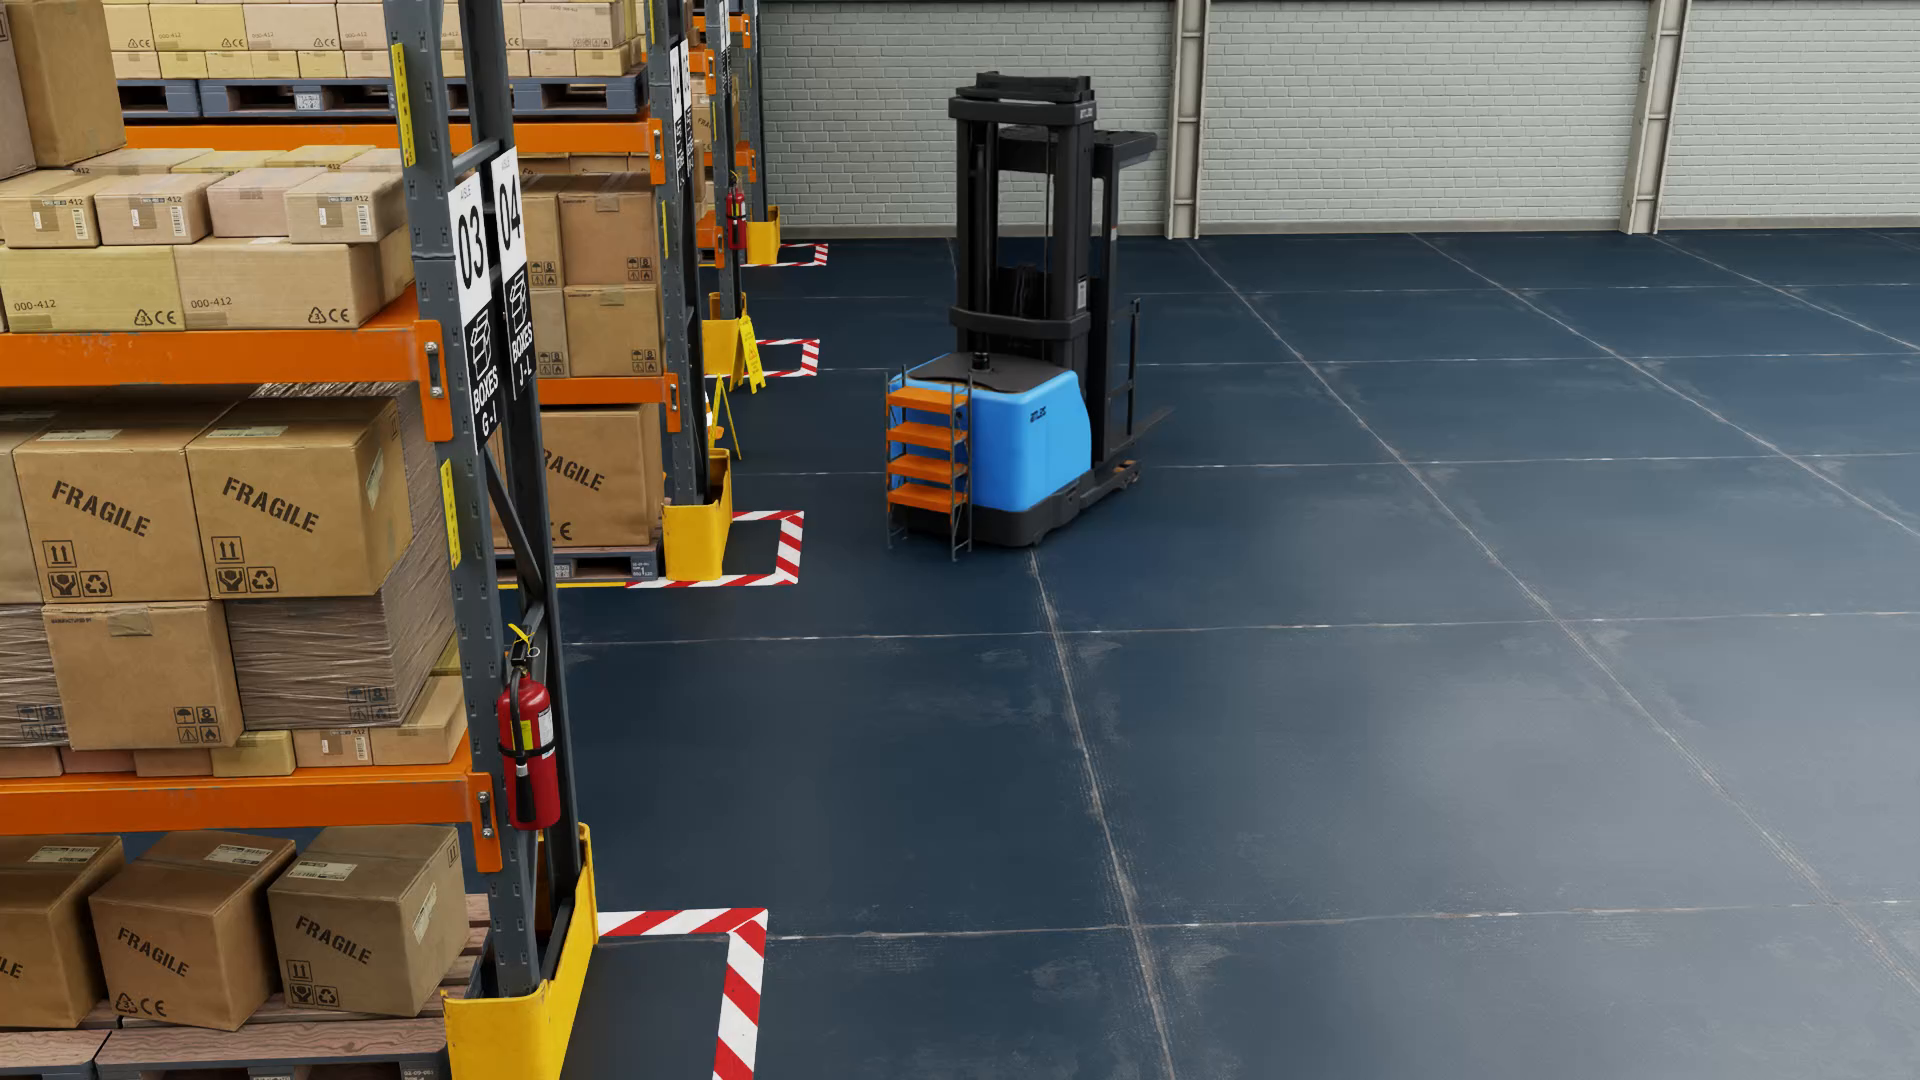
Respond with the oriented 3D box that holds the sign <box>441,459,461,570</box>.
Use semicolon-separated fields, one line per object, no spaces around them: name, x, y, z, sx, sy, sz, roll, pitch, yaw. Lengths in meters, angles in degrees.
sign;-1.541;-0.077;5.036;0.005;0.325;0.100;-1;21;-3

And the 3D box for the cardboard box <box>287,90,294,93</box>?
cardboard box;-5.660;-3.610;14.423;0.500;0.500;0.700;-1;21;-4

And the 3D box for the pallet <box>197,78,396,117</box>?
pallet;-3.696;-2.666;9.815;1.213;0.211;1.003;-1;21;-3

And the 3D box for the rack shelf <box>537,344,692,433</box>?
rack shelf;-3.732;-0.973;10.472;4.000;0.370;1.077;-1;21;-3

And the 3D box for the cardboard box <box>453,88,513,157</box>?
cardboard box;-4.131;-3.656;14.544;0.500;0.500;0.700;-1;21;-3

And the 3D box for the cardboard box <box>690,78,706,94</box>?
cardboard box;-2.996;-5.260;19.251;0.250;0.149;0.380;-1;21;-3

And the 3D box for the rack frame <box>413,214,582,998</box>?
rack frame;-1.553;0.414;5.817;0.127;3.000;1.000;-1;21;-3

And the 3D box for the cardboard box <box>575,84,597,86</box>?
cardboard box;-4.282;-5.243;19.206;0.250;0.149;0.380;-1;21;-2

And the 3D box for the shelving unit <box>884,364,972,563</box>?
shelving unit;-0.203;-0.493;10.728;0.503;1.200;0.258;11;24;27

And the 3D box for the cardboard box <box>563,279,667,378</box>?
cardboard box;-2.103;-1.396;10.362;0.550;0.550;0.875;-1;21;-3

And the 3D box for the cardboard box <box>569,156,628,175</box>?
cardboard box;-3.145;-3.174;14.685;0.500;0.500;0.500;-1;21;-3

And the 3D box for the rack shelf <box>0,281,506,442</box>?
rack shelf;-3.550;-0.611;5.305;4.000;0.370;1.077;-1;21;-3

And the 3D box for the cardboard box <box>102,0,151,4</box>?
cardboard box;-4.585;-3.071;9.258;0.250;0.149;0.380;-1;21;-4

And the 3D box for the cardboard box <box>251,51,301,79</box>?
cardboard box;-3.827;-2.714;9.439;0.250;0.149;0.380;-1;21;-2

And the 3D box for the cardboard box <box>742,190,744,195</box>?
cardboard box;-2.887;-4.078;20.189;0.500;0.250;0.500;-1;21;-2

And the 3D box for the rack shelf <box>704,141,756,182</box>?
rack shelf;-4.402;-4.493;19.716;4.000;0.370;1.077;-1;21;-3

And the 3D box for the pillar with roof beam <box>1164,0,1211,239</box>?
pillar with roof beam;3.084;-6.572;15.735;0.400;9.000;9.100;-1;21;-3

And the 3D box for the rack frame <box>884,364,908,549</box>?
rack frame;-0.416;-0.536;10.839;0.015;1.200;0.240;11;24;27

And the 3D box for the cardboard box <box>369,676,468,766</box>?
cardboard box;-1.826;0.611;5.654;0.250;0.149;0.380;-1;21;-3

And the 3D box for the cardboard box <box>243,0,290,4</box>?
cardboard box;-3.827;-3.086;9.297;0.250;0.149;0.380;-1;21;-3

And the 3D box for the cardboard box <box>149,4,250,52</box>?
cardboard box;-4.217;-2.914;9.405;0.500;0.250;0.500;-1;21;-4

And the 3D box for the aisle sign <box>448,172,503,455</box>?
aisle sign;-1.474;-0.695;5.078;0.004;0.787;0.394;-1;21;-3

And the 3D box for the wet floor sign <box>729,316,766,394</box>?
wet floor sign;-1.868;-1.630;14.494;0.232;0.644;0.267;6;22;16

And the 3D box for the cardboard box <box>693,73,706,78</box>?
cardboard box;-3.022;-5.444;19.734;0.250;0.149;0.380;0;21;-1

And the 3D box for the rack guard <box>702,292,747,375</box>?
rack guard;-2.194;-1.936;15.504;0.348;0.500;1.175;-1;21;-3

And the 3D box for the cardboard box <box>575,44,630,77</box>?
cardboard box;-2.048;-2.750;9.535;0.250;0.149;0.380;-1;21;-3

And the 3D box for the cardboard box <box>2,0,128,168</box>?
cardboard box;-3.050;-1.473;5.297;0.500;0.500;0.500;-1;21;-3

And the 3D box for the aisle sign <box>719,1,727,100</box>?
aisle sign;-2.040;-4.219;14.334;0.004;0.787;0.394;-1;21;-3

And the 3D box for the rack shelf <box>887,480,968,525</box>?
rack shelf;-0.203;-0.245;10.823;0.480;0.148;0.258;11;24;27

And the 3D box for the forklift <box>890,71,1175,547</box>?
forklift;0.683;-1.803;11.739;1.130;2.935;3.031;11;24;27

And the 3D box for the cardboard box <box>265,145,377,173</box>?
cardboard box;-2.105;-1.210;5.517;0.250;0.149;0.380;-1;21;-2

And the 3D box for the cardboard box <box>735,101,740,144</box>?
cardboard box;-2.916;-5.005;19.910;0.500;0.500;0.500;0;21;-1

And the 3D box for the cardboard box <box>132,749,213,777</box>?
cardboard box;-2.572;0.639;5.581;0.250;0.149;0.380;-1;21;-3

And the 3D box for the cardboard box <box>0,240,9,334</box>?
cardboard box;-3.030;-0.799;4.999;0.500;0.250;0.500;-1;21;-2

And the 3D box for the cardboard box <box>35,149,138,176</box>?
cardboard box;-2.869;-1.177;5.431;0.250;0.149;0.380;-1;21;-3

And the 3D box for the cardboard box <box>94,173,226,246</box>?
cardboard box;-2.346;-0.979;4.912;0.250;0.149;0.380;-2;21;-5

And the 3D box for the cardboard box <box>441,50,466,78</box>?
cardboard box;-2.808;-2.735;9.495;0.250;0.149;0.380;-1;21;-3

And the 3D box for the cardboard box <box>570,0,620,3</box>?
cardboard box;-2.052;-3.122;9.393;0.250;0.149;0.380;-1;21;-3

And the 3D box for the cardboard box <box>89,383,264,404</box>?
cardboard box;-2.617;-0.317;5.774;0.500;0.500;0.500;-1;21;-3

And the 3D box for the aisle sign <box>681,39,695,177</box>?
aisle sign;-1.681;-2.673;10.272;0.004;0.787;0.394;-1;21;-3

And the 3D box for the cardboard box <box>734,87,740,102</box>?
cardboard box;-2.759;-5.304;19.786;0.250;0.149;0.380;-2;21;-4

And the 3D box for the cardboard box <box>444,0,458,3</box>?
cardboard box;-2.816;-3.107;9.352;0.250;0.149;0.380;-1;21;-2

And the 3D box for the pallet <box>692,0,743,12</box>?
pallet;-3.113;-6.225;19.163;1.213;0.211;1.003;-1;21;-3

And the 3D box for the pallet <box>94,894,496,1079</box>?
pallet;-2.442;1.723;6.299;1.213;0.211;1.003;-1;21;-3

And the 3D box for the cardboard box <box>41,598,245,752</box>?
cardboard box;-2.596;0.283;5.604;0.500;0.500;0.875;-1;21;-3

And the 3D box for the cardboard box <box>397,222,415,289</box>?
cardboard box;-2.049;-1.000;5.526;0.500;0.250;0.500;-1;21;-1

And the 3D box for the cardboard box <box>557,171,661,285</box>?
cardboard box;-2.108;-1.931;10.248;0.550;0.550;0.875;-1;21;-3

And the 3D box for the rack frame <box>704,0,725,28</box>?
rack frame;-2.119;-5.910;13.996;0.127;3.000;1.000;-1;21;-3

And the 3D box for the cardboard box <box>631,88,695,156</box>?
cardboard box;-2.616;-3.671;14.584;0.500;0.500;0.700;-2;21;-4

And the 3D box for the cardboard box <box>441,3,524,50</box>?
cardboard box;-2.707;-2.944;9.485;0.500;0.250;0.500;-1;21;-3

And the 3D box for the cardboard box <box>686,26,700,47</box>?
cardboard box;-2.468;-4.499;14.860;0.250;0.149;0.380;-1;21;-3

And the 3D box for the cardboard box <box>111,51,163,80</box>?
cardboard box;-4.588;-2.698;9.399;0.250;0.149;0.380;-1;21;-4

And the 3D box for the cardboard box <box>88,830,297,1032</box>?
cardboard box;-2.772;1.417;6.106;0.500;0.500;0.500;4;21;11

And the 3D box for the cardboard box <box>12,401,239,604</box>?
cardboard box;-2.587;-0.128;5.277;0.500;0.500;0.500;-1;21;-3

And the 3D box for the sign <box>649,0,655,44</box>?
sign;-1.718;-2.935;9.266;0.005;0.325;0.100;-1;21;-3

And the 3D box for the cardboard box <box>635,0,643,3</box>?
cardboard box;-2.699;-4.660;14.161;0.250;0.149;0.380;-1;21;-2
